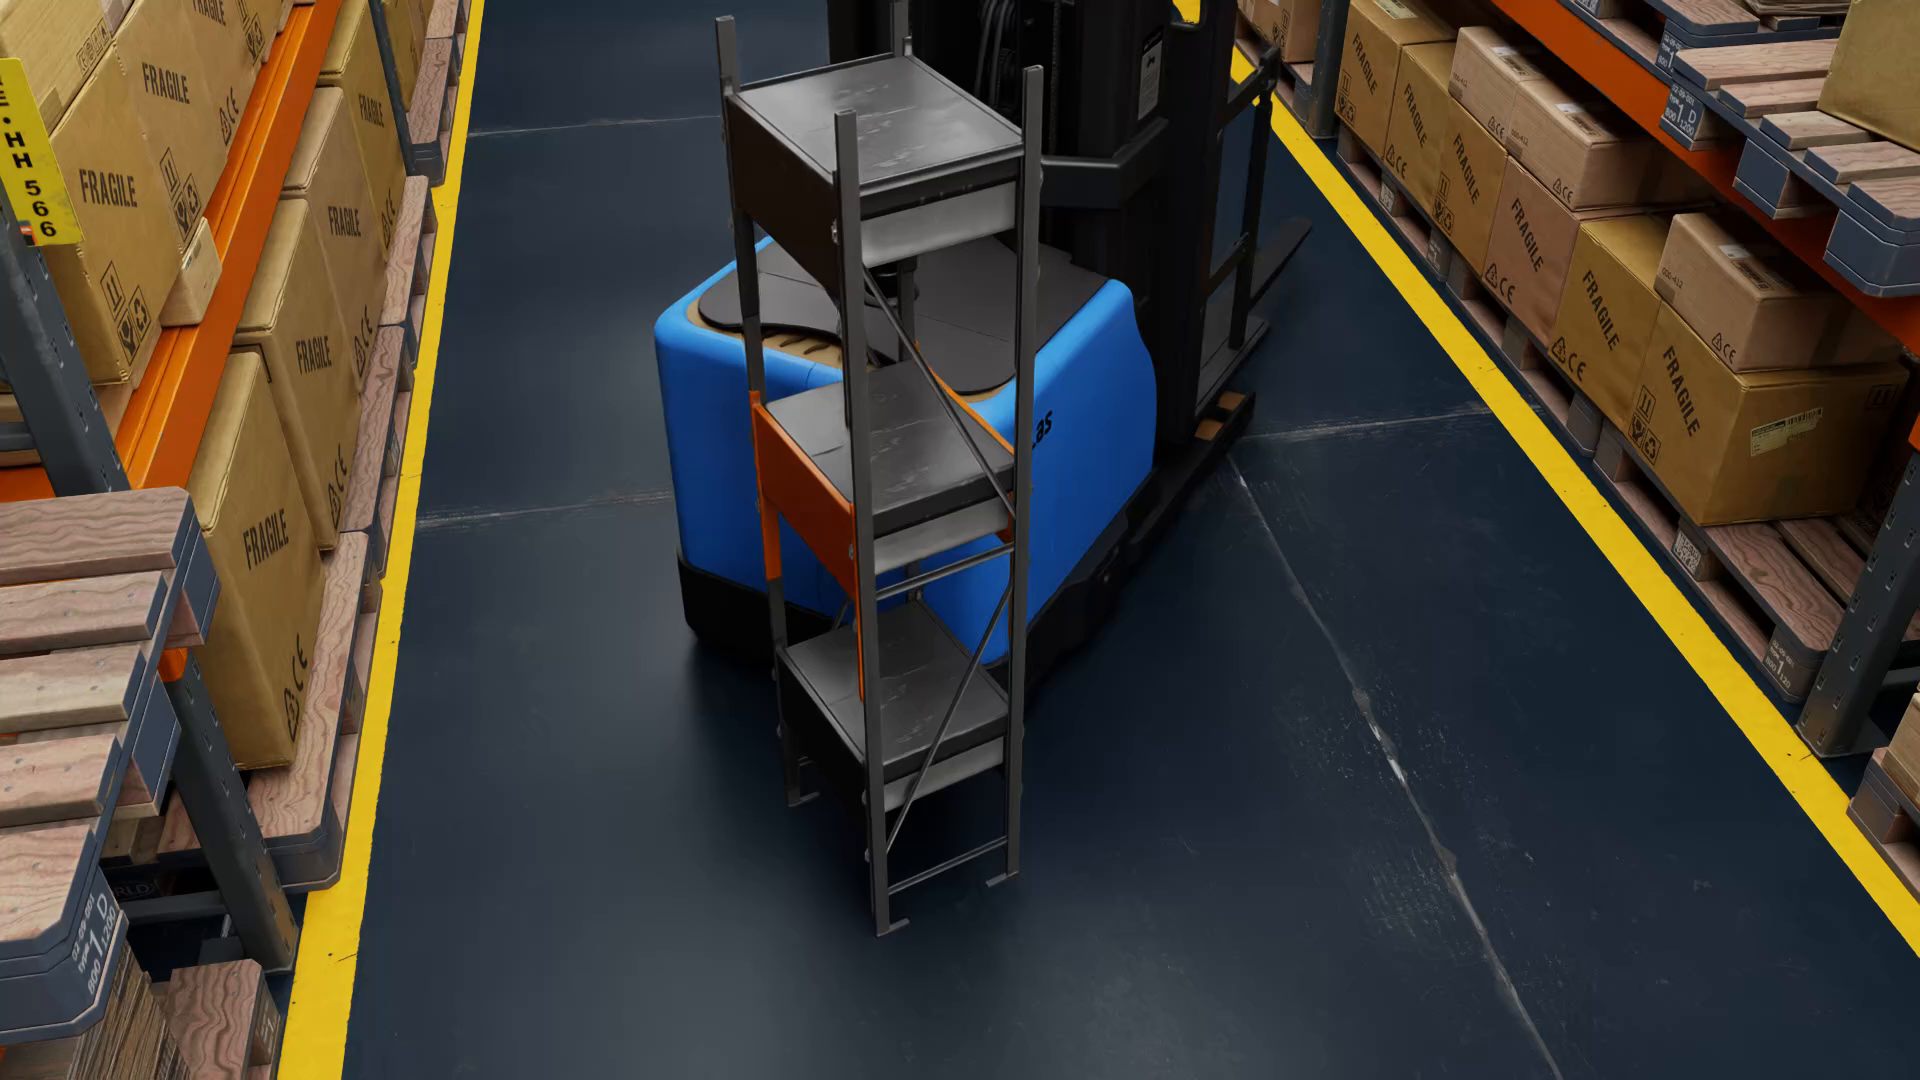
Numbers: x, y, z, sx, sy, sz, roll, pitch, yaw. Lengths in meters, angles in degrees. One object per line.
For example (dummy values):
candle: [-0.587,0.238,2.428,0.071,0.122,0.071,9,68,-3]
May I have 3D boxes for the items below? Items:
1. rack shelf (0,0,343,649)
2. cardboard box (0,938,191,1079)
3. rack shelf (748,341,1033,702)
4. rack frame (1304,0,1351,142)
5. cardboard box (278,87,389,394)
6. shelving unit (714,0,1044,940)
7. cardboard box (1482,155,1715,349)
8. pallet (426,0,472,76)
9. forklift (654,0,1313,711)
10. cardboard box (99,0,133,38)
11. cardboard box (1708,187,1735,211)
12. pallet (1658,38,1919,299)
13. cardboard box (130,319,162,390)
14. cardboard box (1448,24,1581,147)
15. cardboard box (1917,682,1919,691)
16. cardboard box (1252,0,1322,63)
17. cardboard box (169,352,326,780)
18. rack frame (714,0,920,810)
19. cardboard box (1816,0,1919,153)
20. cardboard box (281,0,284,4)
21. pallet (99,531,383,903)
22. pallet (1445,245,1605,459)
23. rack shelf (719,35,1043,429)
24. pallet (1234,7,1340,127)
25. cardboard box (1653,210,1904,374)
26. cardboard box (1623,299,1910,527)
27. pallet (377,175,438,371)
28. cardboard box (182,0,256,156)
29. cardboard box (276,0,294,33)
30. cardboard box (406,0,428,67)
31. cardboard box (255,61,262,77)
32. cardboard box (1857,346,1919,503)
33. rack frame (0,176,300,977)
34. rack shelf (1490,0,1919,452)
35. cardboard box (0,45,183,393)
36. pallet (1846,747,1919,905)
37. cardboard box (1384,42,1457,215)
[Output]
rack shelf: [-2.431,-1.068,4.766,1.077,0.370,4.000,-6,38,-8]
cardboard box: [-1.903,1.099,3.070,0.700,0.500,0.500,-6,38,-7]
rack shelf: [-0.153,-0.050,3.625,0.431,0.518,0.480,-20,42,-23]
rack frame: [2.095,-3.095,6.789,1.000,3.000,0.127,-6,38,-8]
cardboard box: [-2.381,-0.962,5.453,0.750,0.750,0.750,-5,38,-7]
shelving unit: [-0.153,-0.061,3.616,0.431,2.100,0.503,-20,42,-23]
cardboard box: [2.213,-1.034,5.815,0.500,0.500,0.500,-8,38,-10]
pallet: [-3.055,-2.665,8.508,1.003,0.211,1.213,-6,38,-8]
forklift: [0.352,-1.519,4.816,1.130,2.935,3.031,19,42,22]
cardboard box: [-2.001,-1.231,3.439,0.500,0.250,0.500,-7,38,-9]
cardboard box: [2.721,-1.105,5.906,0.500,0.500,0.500,-7,38,-9]
pallet: [2.608,-1.005,4.255,1.213,0.211,1.003,-6,38,-8]
cardboard box: [-1.945,-0.430,3.546,0.380,0.149,0.250,-6,38,-7]
cardboard box: [2.115,-1.655,6.003,0.500,0.250,0.500,-6,38,-8]
cardboard box: [2.599,0.367,3.774,0.500,0.311,0.500,-5,38,-6]
cardboard box: [1.716,-2.595,7.824,0.500,0.500,0.500,-6,38,-8]
cardboard box: [-2.080,0.081,4.111,0.750,0.750,0.750,-7,38,-9]
rack frame: [-0.276,-0.190,3.783,0.400,2.100,0.015,-20,42,-23]
cardboard box: [2.575,-1.253,3.994,0.700,0.500,0.500,-19,42,-23]
cardboard box: [-2.273,-1.862,4.861,0.500,0.500,0.500,-6,38,-8]
pallet: [-2.144,0.473,4.469,1.003,0.211,1.213,-6,38,-8]
pallet: [2.492,-0.768,6.067,1.003,0.211,1.213,-6,38,-8]
rack shelf: [-0.154,-0.603,3.195,0.431,0.518,0.480,-20,42,-23]
pallet: [1.975,-2.409,8.178,1.003,0.211,1.213,-6,38,-8]
cardboard box: [2.387,-0.735,4.819,0.500,0.250,0.500,-5,38,-6]
cardboard box: [2.401,-0.405,5.006,0.500,0.500,0.500,-5,38,-6]
pallet: [-2.572,-1.001,6.366,1.003,0.211,1.213,-6,38,-8]
cardboard box: [-2.082,-1.247,4.070,0.500,0.500,0.500,-6,38,-8]
cardboard box: [-2.293,-1.676,5.150,0.380,0.149,0.250,-6,38,-8]
cardboard box: [-2.896,-2.505,7.725,0.700,0.500,0.500,-7,38,-8]
cardboard box: [-2.229,-1.361,4.746,0.380,0.149,0.250,-5,38,-7]
cardboard box: [2.900,-0.487,5.111,0.500,0.500,0.500,-8,38,-10]
rack frame: [-2.080,-0.144,2.990,1.000,3.000,0.127,-6,38,-8]
rack shelf: [2.446,-1.603,5.455,1.077,0.370,4.000,-6,38,-8]
cardboard box: [-1.913,-0.630,3.275,0.500,0.500,0.500,-5,38,-7]
pallet: [2.902,0.924,3.889,1.003,0.211,1.213,-6,38,-8]
cardboard box: [2.044,-1.642,6.598,0.500,0.500,0.500,-6,38,-7]
